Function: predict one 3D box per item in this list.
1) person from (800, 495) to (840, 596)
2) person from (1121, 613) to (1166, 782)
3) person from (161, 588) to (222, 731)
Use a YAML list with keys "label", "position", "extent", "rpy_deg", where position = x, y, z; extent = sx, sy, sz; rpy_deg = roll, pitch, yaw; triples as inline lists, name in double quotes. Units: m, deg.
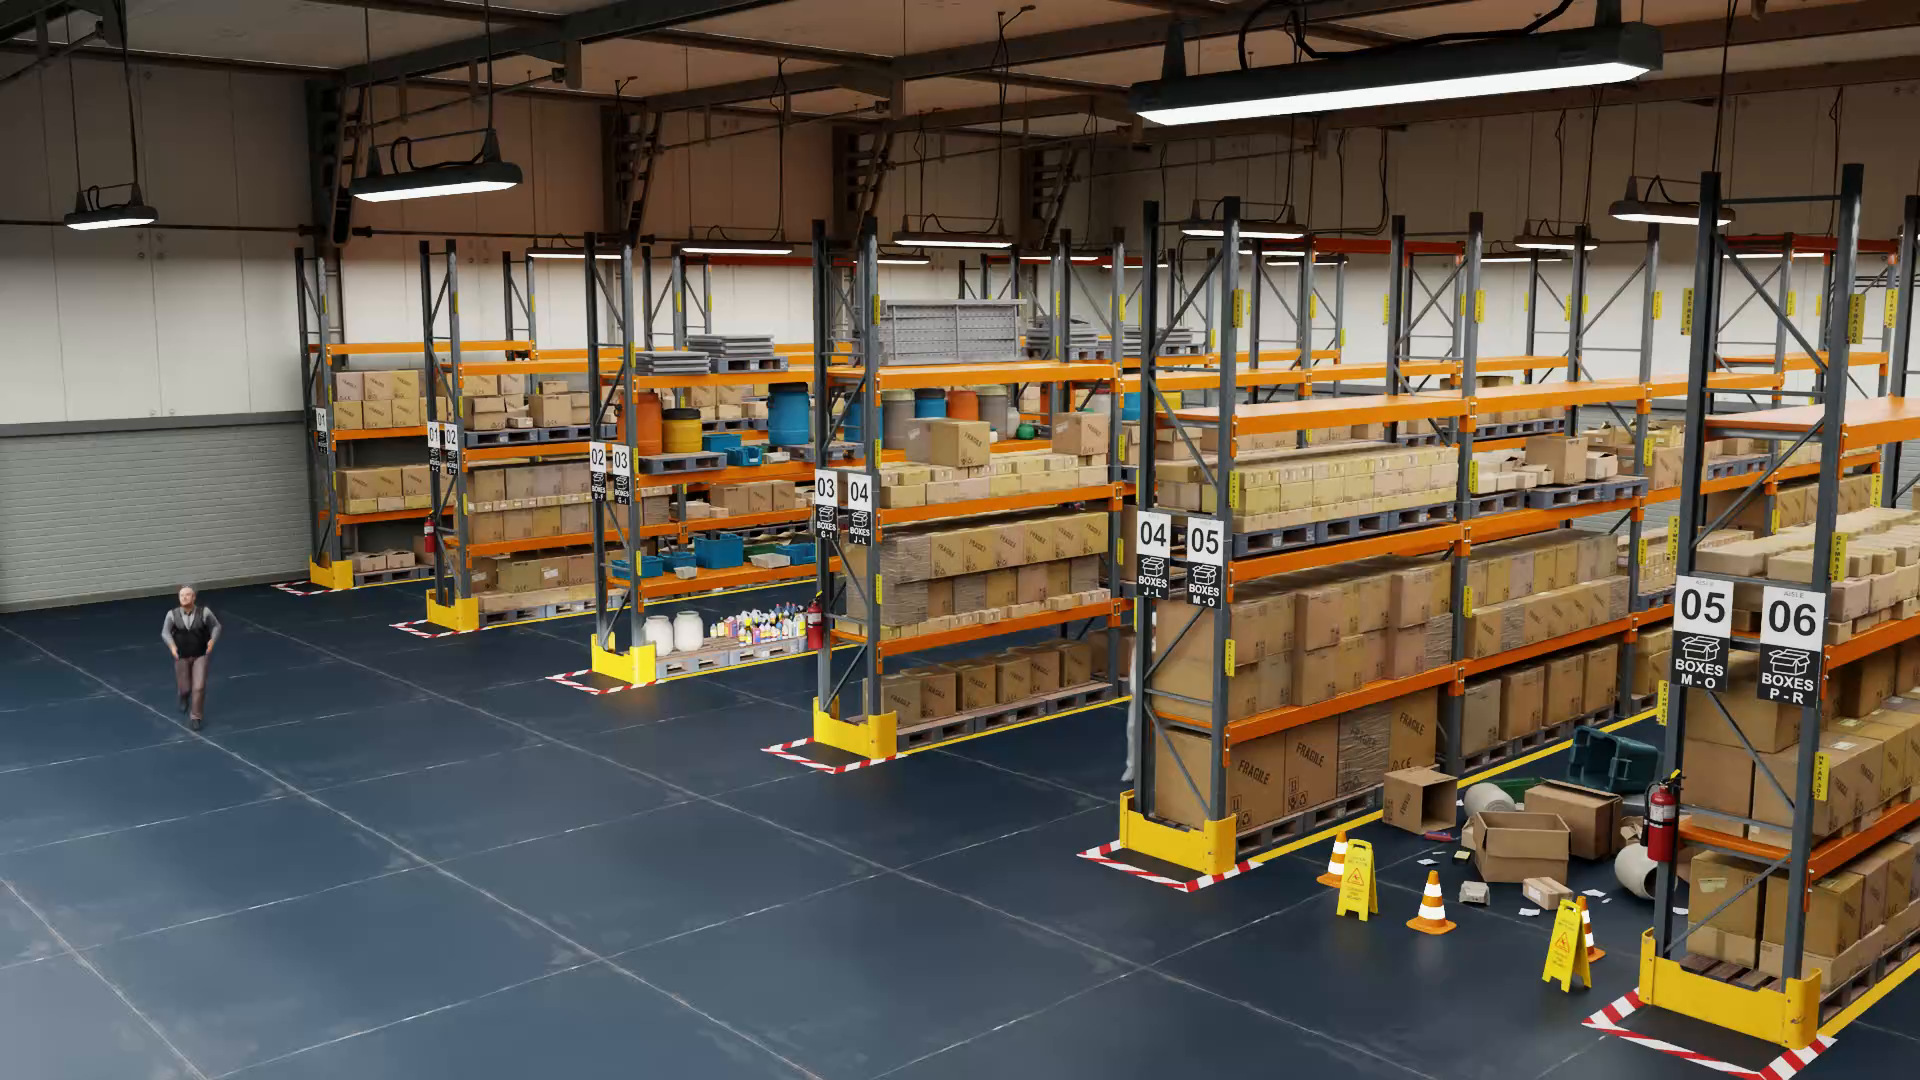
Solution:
- label: "person"
  position: [-2.279, 0.080, 26.935]
  extent: [0.536, 1.753, 0.674]
  rpy_deg: [-7, 11, -38]
- label: "person"
  position: [2.082, 1.682, 17.934]
  extent: [0.630, 1.837, 0.789]
  rpy_deg: [7, 11, 41]
- label: "person"
  position: [-9.265, 1.407, 20.102]
  extent: [0.667, 1.706, 0.723]
  rpy_deg: [-3, 9, -21]
